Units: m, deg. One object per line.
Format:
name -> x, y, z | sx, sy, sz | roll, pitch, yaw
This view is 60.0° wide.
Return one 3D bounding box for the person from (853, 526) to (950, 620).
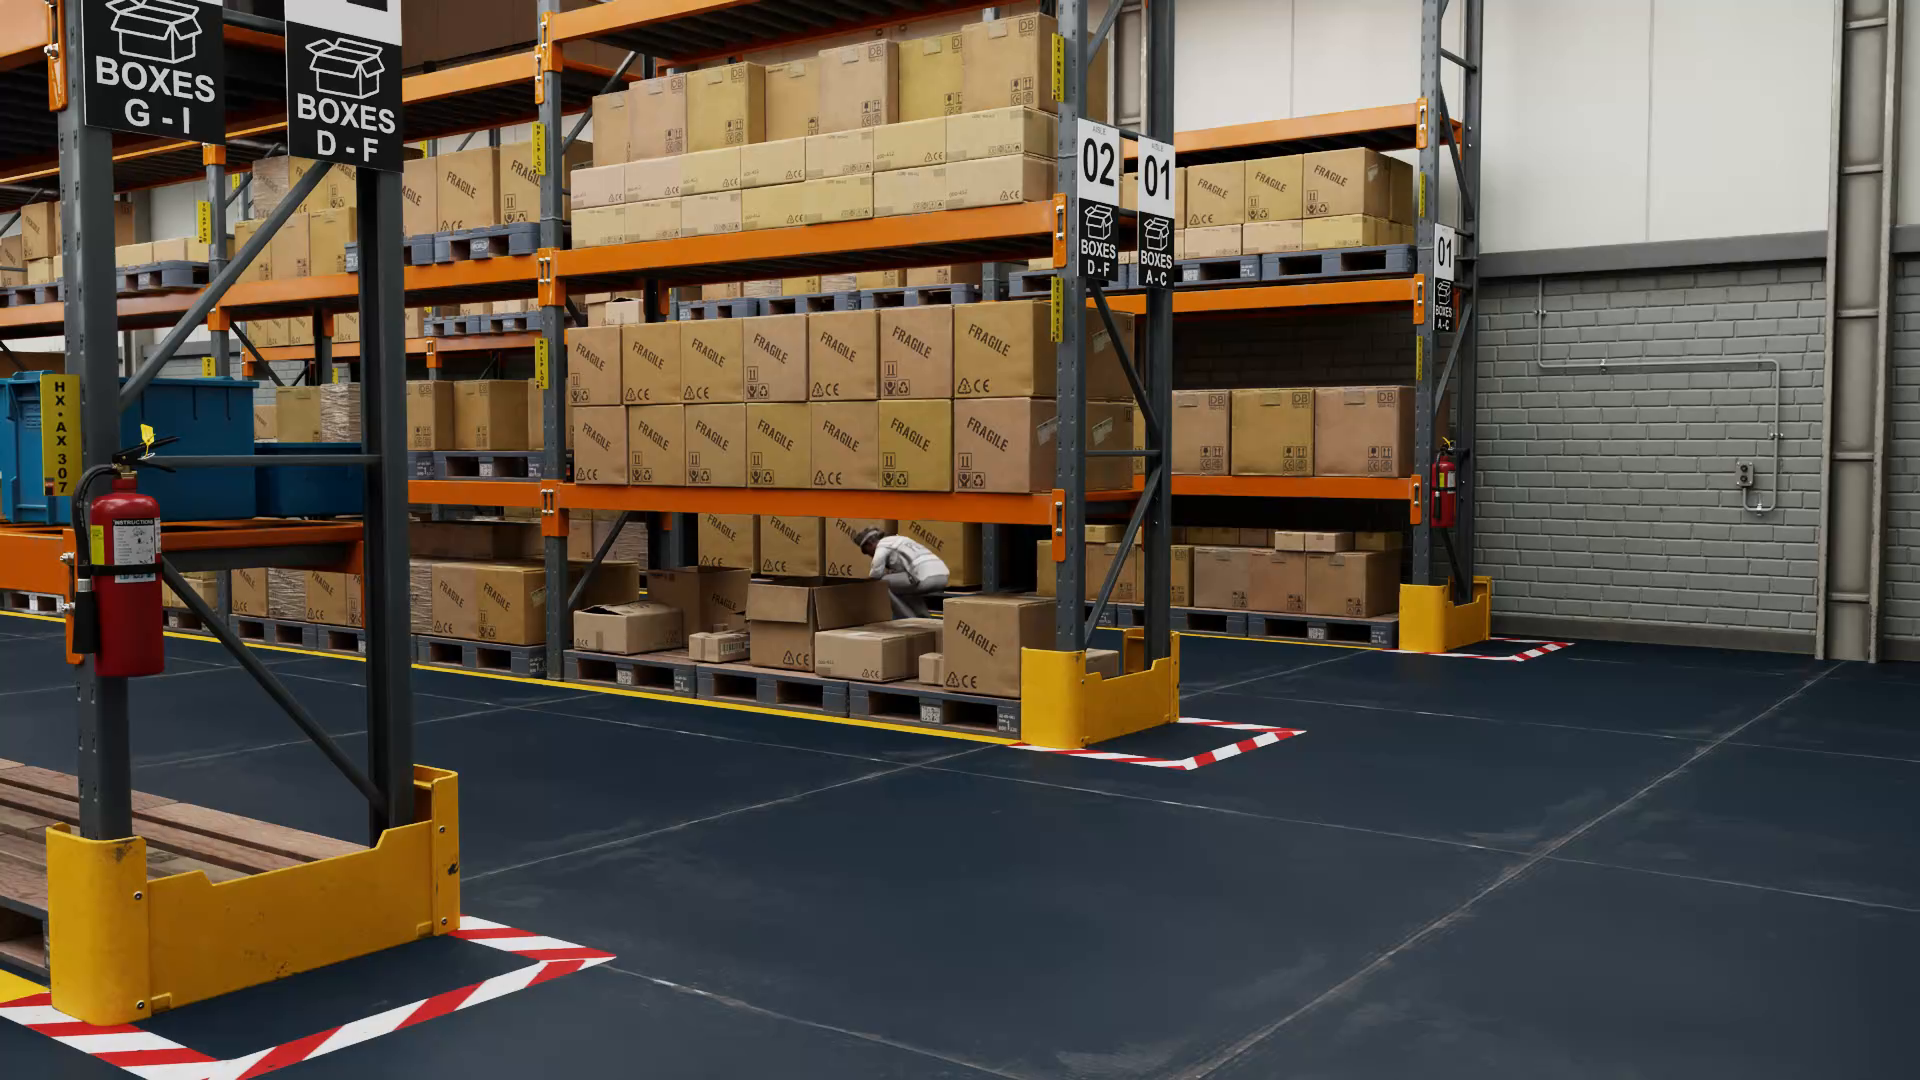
person -> -0.507, 0.315, 14.202 | 0.865, 0.866, 0.471 | 2, 4, 36
